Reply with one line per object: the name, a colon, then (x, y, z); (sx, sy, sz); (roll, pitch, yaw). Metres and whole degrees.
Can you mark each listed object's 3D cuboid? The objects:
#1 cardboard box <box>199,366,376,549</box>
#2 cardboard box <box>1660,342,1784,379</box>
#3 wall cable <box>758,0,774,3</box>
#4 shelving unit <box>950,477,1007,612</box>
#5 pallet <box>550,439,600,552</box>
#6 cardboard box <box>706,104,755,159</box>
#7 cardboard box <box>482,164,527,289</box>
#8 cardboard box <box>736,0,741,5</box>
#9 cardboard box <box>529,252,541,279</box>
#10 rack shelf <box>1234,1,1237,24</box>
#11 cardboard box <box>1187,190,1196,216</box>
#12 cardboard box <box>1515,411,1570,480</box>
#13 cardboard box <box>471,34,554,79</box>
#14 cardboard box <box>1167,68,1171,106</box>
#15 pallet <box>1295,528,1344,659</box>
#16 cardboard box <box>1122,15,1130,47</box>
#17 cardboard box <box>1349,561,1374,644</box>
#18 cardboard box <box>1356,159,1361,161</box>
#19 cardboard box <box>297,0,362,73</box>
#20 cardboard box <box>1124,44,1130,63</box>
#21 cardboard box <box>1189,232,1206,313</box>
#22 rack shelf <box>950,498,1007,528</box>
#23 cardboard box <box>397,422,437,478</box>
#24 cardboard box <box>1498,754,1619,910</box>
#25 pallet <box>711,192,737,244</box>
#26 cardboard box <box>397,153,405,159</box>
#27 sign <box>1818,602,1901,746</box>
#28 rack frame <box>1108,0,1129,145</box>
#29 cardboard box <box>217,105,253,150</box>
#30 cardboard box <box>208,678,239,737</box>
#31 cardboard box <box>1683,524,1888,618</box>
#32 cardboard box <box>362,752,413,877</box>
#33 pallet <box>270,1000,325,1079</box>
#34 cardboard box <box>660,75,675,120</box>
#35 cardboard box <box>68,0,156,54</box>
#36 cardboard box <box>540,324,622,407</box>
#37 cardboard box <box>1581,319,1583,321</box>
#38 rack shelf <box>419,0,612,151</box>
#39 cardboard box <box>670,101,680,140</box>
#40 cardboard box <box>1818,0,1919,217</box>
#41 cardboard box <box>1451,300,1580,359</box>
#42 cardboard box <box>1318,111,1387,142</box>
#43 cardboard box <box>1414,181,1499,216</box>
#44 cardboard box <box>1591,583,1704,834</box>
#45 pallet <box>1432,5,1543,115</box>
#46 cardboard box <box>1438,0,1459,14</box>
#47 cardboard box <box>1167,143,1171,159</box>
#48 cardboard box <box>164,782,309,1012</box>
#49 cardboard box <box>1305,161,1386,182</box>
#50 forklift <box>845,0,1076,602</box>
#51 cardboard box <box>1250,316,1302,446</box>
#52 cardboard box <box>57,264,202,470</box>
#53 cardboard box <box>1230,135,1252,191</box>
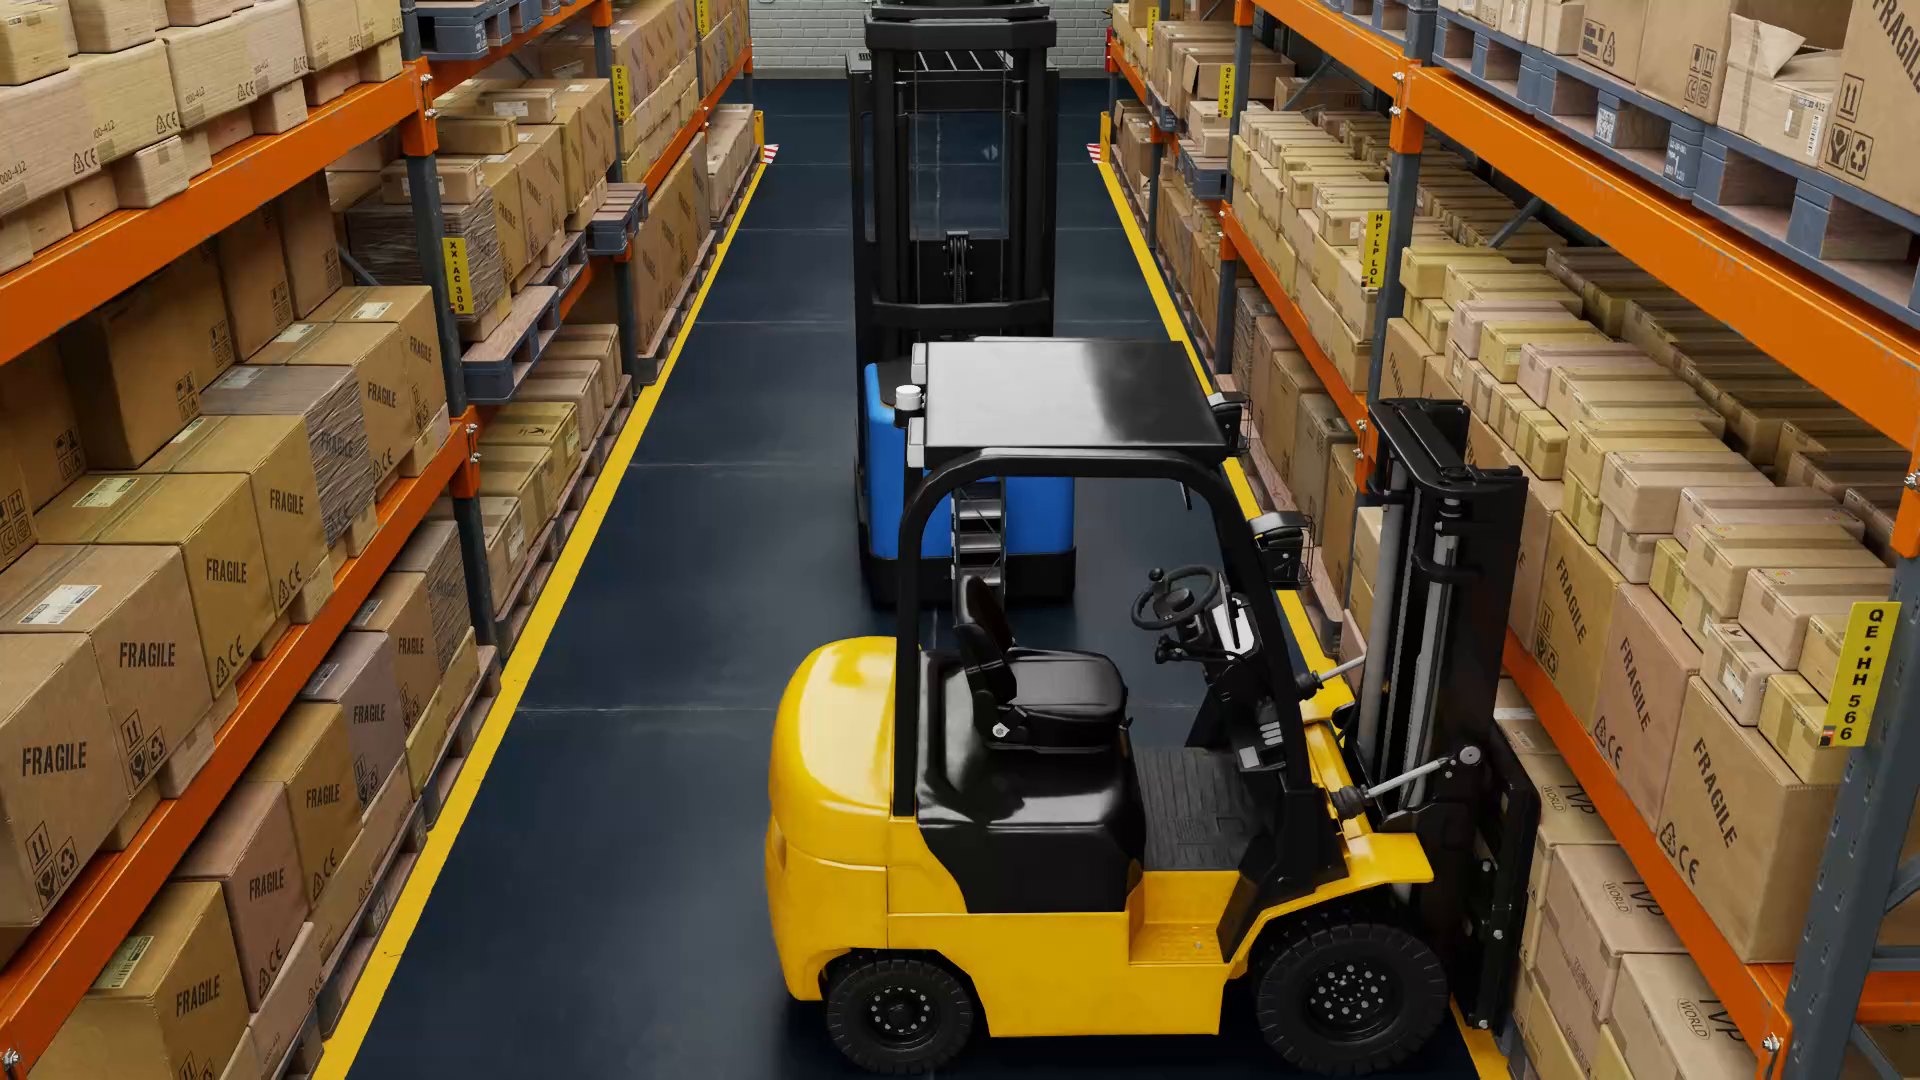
cardboard box: (-2.390, -0.288, 5.765); (0.500, 0.500, 0.500); (0, 24, 1)
cardboard box: (2.584, -0.557, 5.573); (0.380, 0.149, 0.250); (-1, 24, -1)
wall cable: (-2.882, -8.460, 23.045); (0.585, 1.953, 0.123); (0, 24, -1)
shelving unit: (0.089, 0.002, 8.154); (0.258, 0.900, 0.210); (-2, 24, -4)
pallet: (-2.693, -0.269, 9.589); (1.003, 0.211, 1.213); (0, 24, -1)
cardboard box: (-2.690, -4.412, 17.965); (0.875, 0.438, 0.875); (-1, 24, -2)
cardboard box: (-2.391, -1.488, 7.909); (0.500, 0.500, 0.500); (0, 24, 0)
cardboard box: (-2.519, -5.748, 16.984); (0.500, 0.500, 0.500); (0, 24, 0)
cardboard box: (-2.392, -1.448, 8.608); (0.380, 0.149, 0.250); (0, 24, 0)
rack shelf: (2.231, -4.250, 12.240); (1.077, 0.370, 4.000); (0, 24, -1)
cardboard box: (2.024, -2.697, 13.309); (0.380, 0.149, 0.250); (1, 24, 1)
cardboard box: (2.034, -0.310, 5.387); (0.380, 0.149, 0.250); (-1, 24, -2)
cardboard box: (-2.977, -3.076, 11.077); (0.500, 0.500, 0.500); (-1, 24, -2)
cardboard box: (1.841, -3.591, 13.204); (0.396, 0.266, 0.258); (1, 24, 2)
pallet: (2.250, 0.228, 8.489); (1.003, 0.211, 1.213); (0, 24, -1)
cardboard box: (1.916, -5.146, 16.809); (0.500, 0.250, 0.500); (-1, 24, -2)
cardboard box: (1.993, 0.296, 7.177); (0.500, 0.250, 0.500); (0, 24, -1)
cardboard box: (2.543, -2.152, 9.943); (0.500, 0.250, 0.500); (0, 24, 0)
cardboard box: (-2.386, -1.760, 5.682); (0.500, 0.250, 0.500); (-1, 24, -1)
cardboard box: (1.859, -4.901, 16.752); (0.380, 0.149, 0.250); (-1, 24, -2)
cardboard box: (2.030, -2.035, 12.632); (0.500, 0.500, 0.500); (1, 24, 2)
rack shelf: (0.089, -0.132, 8.094); (0.258, 0.077, 0.200); (-2, 24, -4)
cardboard box: (-2.349, -0.367, 6.726); (0.380, 0.149, 0.250); (0, 24, 1)
cardboard box: (1.997, 0.909, 5.214); (0.500, 0.250, 0.500); (0, 24, 0)
pallet: (-2.684, -3.055, 15.748); (1.003, 0.211, 1.213); (0, 24, -1)
cardboard box: (-2.907, -1.694, 8.363); (0.500, 0.500, 0.500); (1, 24, 1)
sign: (1.798, 0.271, 3.319); (0.100, 0.325, 0.005); (0, 24, -1)
rack frame: (2.166, -5.684, 18.177); (1.000, 3.000, 0.127); (0, 24, -1)
cardboard box: (-2.443, -1.307, 5.165); (0.380, 0.149, 0.250); (0, 24, 1)
cardboard box: (-2.352, 0.482, 4.849); (0.380, 0.149, 0.250); (0, 24, 1)
cardboard box: (2.062, 0.077, 4.170); (0.380, 0.149, 0.250); (0, 24, 1)
cardboard box: (-2.375, 1.018, 6.187); (0.500, 0.250, 0.500); (0, 24, 0)
pallet: (-2.597, 1.838, 4.931); (1.003, 0.211, 1.213); (0, 24, -1)
cardboard box: (-2.459, -3.360, 12.615); (0.500, 0.250, 0.500); (0, 24, 0)
cardboard box: (-2.330, -1.350, 4.293); (0.380, 0.149, 0.250); (0, 24, 1)
cardboard box: (-2.714, -1.124, 10.775); (0.950, 0.372, 0.625); (-2, 24, -4)
cardboard box: (2.595, -0.846, 6.571); (0.380, 0.149, 0.250); (-1, 24, -2)
rack shelf: (-2.688, -2.578, 8.543); (1.077, 0.370, 4.000); (0, 24, -1)
cardboard box: (-2.506, -3.342, 13.180); (0.500, 0.250, 0.500); (-1, 24, -2)
cardboard box: (2.092, -0.921, 3.254); (0.500, 0.500, 0.500); (1, 24, 1)
cardboard box: (2.009, -0.764, 6.029); (0.380, 0.149, 0.250); (0, 24, 1)
cardboard box: (2.459, -2.595, 10.439); (0.380, 0.149, 0.250); (1, 24, 1)
cardboard box: (2.546, -1.751, 8.574); (0.380, 0.149, 0.250); (0, 24, -1)
cardboard box: (2.076, 0.448, 4.497); (0.500, 0.500, 0.500); (0, 24, 1)
pallet: (2.332, -1.714, 5.867); (1.003, 0.211, 1.213); (0, 24, -1)
cardboard box: (1.998, -2.042, 6.158); (0.380, 0.149, 0.250); (0, 24, 1)
cardboard box: (2.008, -3.370, 14.437); (0.380, 0.149, 0.250); (-1, 24, -1)
cardboard box: (-2.366, 1.094, 5.108); (0.500, 0.500, 0.500); (-1, 24, -3)
cardboard box: (2.086, -1.957, 9.028); (0.380, 0.149, 0.250); (0, 24, -1)
forklift: (-0.053, -1.593, 9.214); (1.130, 2.935, 3.031); (-2, 24, -4)
cardboard box: (2.261, -0.970, 10.127); (0.875, 0.625, 0.625); (1, 24, 1)
cardboard box: (-2.820, -0.537, 5.102); (0.700, 0.500, 0.500); (0, 24, -1)
cardboard box: (1.989, -2.362, 10.409); (0.500, 0.250, 0.500); (0, 24, -1)
